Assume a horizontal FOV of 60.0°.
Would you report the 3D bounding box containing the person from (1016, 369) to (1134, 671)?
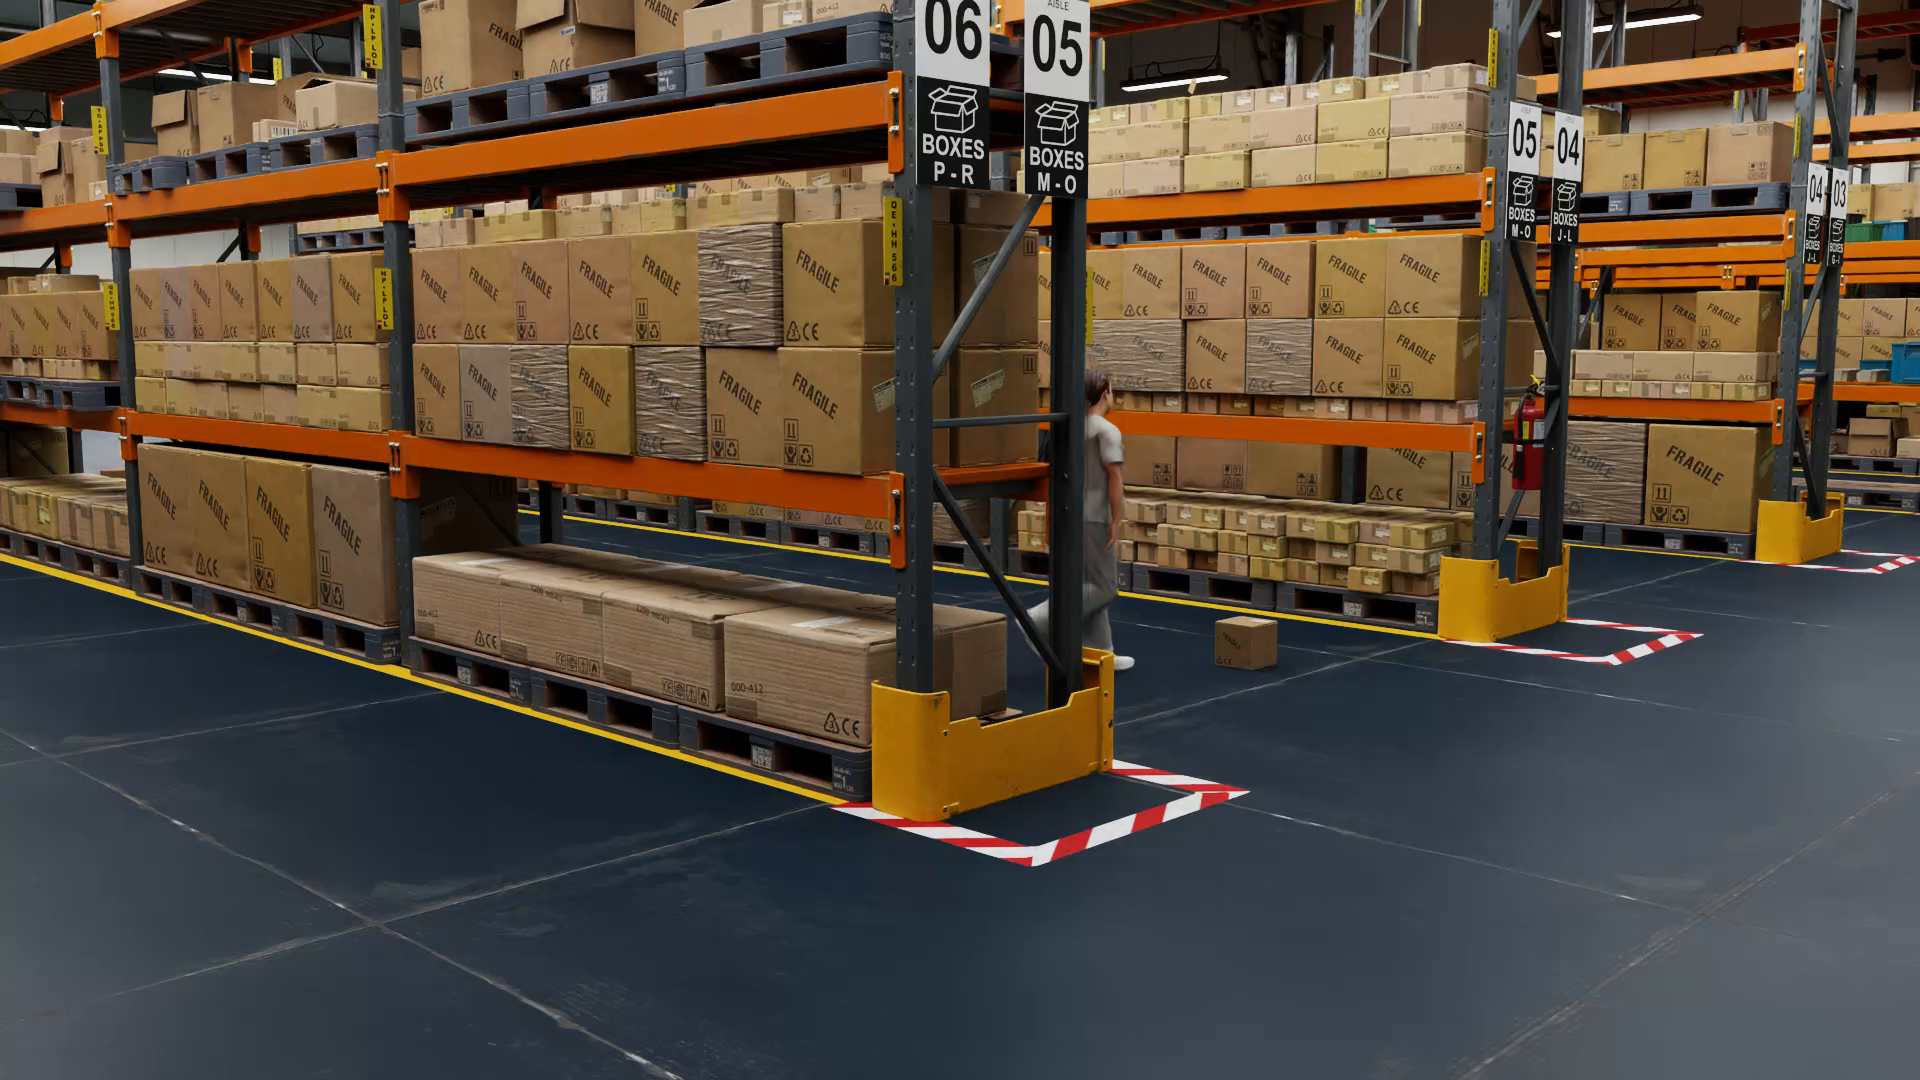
[{"bbox_3d":[0.631,-0.087,8.941,0.715,1.652,0.527,-3,8,-22],"label":"person"}]
